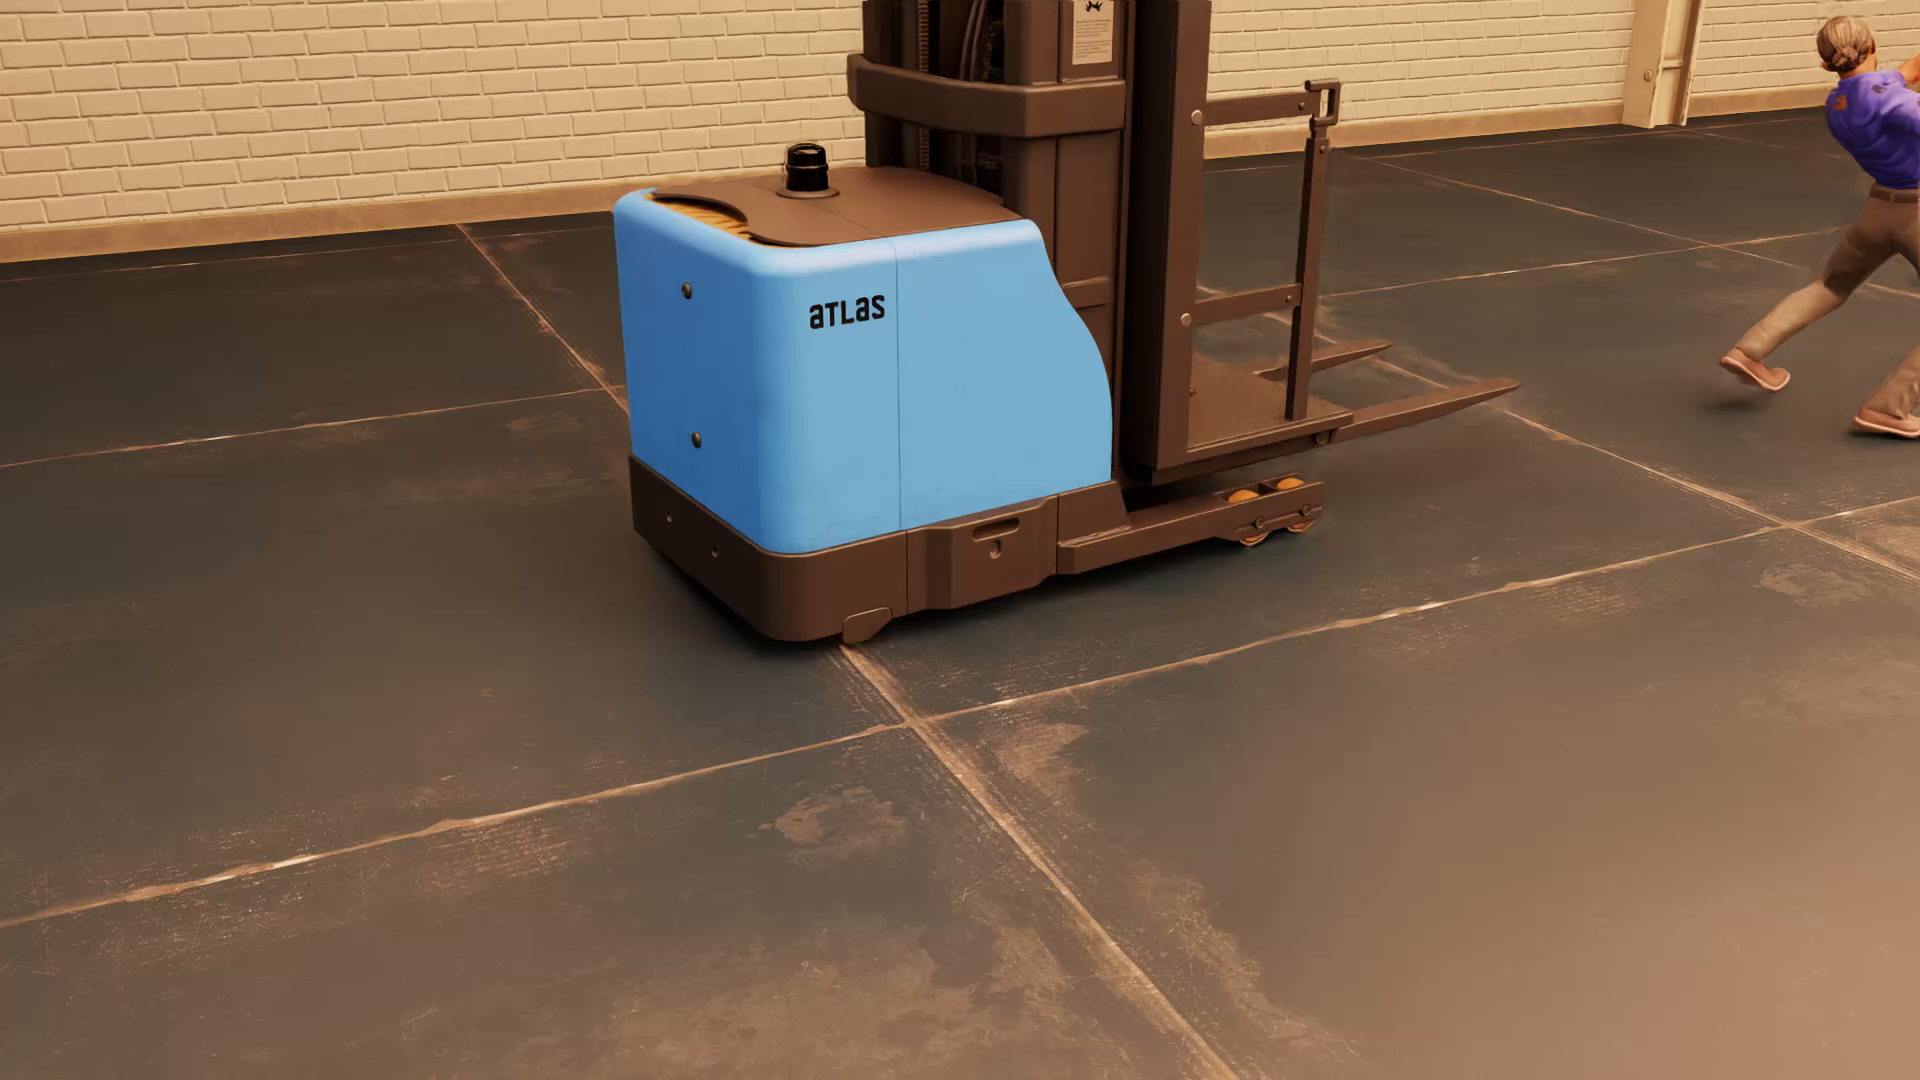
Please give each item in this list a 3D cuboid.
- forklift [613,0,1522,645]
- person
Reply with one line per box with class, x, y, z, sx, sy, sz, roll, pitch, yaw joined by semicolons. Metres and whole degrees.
forklift;0.529;-1.493;4.879;3.031;2.935;1.130;-14;26;-30
person;3.372;-1.071;5.789;0.728;1.437;0.994;-8;24;-18
